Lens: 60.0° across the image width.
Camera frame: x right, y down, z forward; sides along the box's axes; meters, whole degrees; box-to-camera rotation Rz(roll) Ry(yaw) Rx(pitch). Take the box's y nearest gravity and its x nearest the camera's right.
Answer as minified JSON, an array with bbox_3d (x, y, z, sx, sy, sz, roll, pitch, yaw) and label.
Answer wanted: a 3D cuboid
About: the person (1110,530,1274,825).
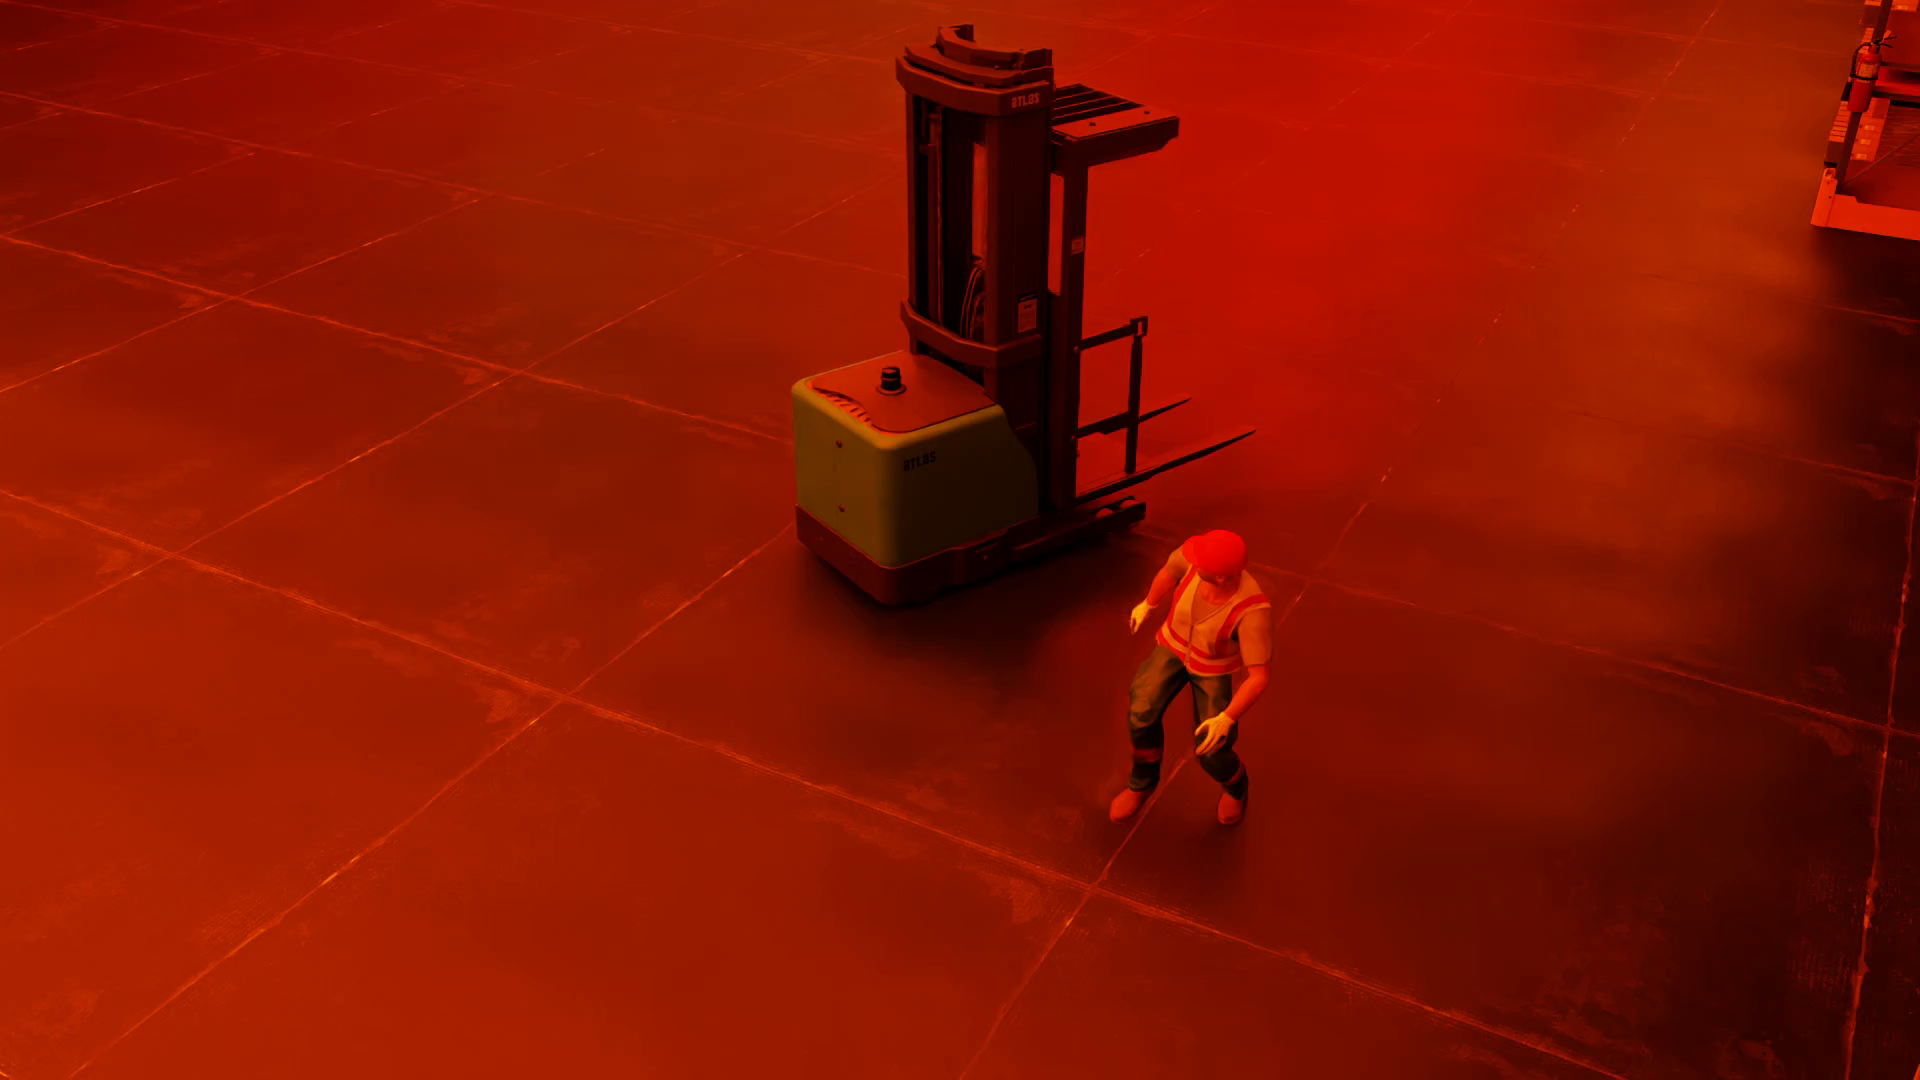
[{"bbox_3d":[1.015,0.591,7.466,0.789,1.551,0.739,15,33,24],"label":"person"}]

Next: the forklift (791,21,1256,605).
[{"bbox_3d":[0.514,-1.483,9.640,3.031,2.935,1.130,-20,36,-31],"label":"forklift"}]
